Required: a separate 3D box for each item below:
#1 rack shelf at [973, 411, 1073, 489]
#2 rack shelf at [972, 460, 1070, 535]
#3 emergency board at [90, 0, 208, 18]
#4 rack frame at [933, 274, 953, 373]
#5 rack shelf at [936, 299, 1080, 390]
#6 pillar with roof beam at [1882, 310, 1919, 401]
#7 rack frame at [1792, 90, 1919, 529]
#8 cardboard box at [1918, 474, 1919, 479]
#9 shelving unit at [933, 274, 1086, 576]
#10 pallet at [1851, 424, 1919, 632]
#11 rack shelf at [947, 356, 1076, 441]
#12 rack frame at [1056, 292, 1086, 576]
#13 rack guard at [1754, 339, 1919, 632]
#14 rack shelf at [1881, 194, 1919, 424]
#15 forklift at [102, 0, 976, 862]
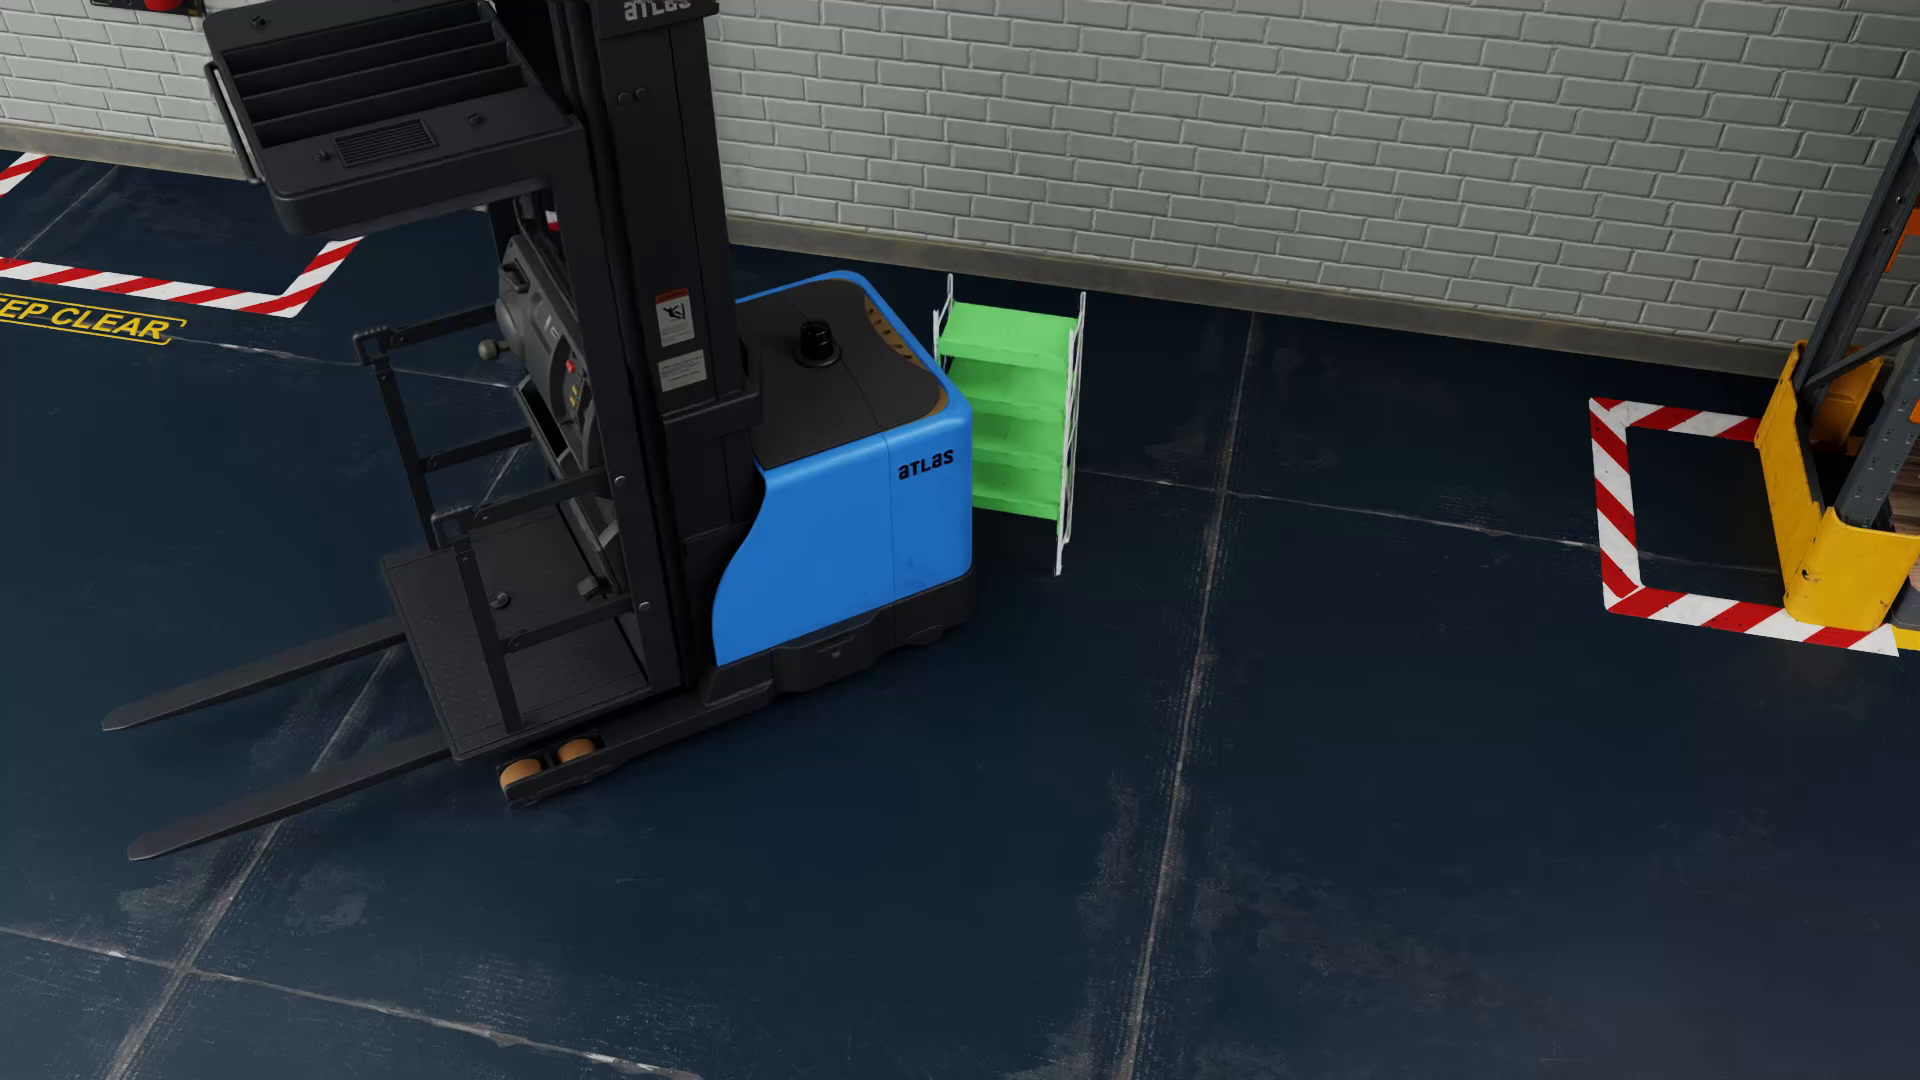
[{"bbox_3d":[0.178,-0.366,6.357,0.480,0.148,0.258,9,45,9],"label":"rack shelf"},{"bbox_3d":[0.178,-0.193,6.523,0.480,0.148,0.258,9,45,9],"label":"rack shelf"},{"bbox_3d":[-3.966,-2.939,7.641,0.643,1.169,0.194,9,45,9],"label":"emergency board"},{"bbox_3d":[-0.060,-0.450,6.353,0.015,1.200,0.240,9,45,9],"label":"rack frame"},{"bbox_3d":[0.178,-0.712,6.024,0.480,0.148,0.258,9,45,9],"label":"rack shelf"},{"bbox_3d":[3.353,-0.879,1.174,0.400,9.000,9.100,9,45,9],"label":"pillar with roof beam"},{"bbox_3d":[3.421,-1.151,5.783,0.127,3.000,1.000,9,45,9],"label":"rack frame"},{"bbox_3d":[4.076,-0.175,6.391,0.500,0.311,0.500,4,44,4],"label":"cardboard box"},{"bbox_3d":[0.178,-0.412,6.313,0.503,1.200,0.258,9,45,9],"label":"shelving unit"},{"bbox_3d":[4.280,0.012,6.585,1.213,0.211,1.003,9,45,9],"label":"pallet"},{"bbox_3d":[0.178,-0.539,6.190,0.480,0.148,0.258,9,45,9],"label":"rack shelf"},{"bbox_3d":[0.415,-0.373,6.272,0.015,1.200,0.240,9,45,9],"label":"rack frame"},{"bbox_3d":[3.495,-0.239,6.638,0.348,0.500,1.175,9,45,9],"label":"rack guard"},{"bbox_3d":[5.372,-0.589,5.718,4.000,0.370,1.077,9,45,9],"label":"rack shelf"},{"bbox_3d":[-1.489,-0.554,5.212,3.031,2.935,1.130,-20,47,-20],"label":"forklift"}]
